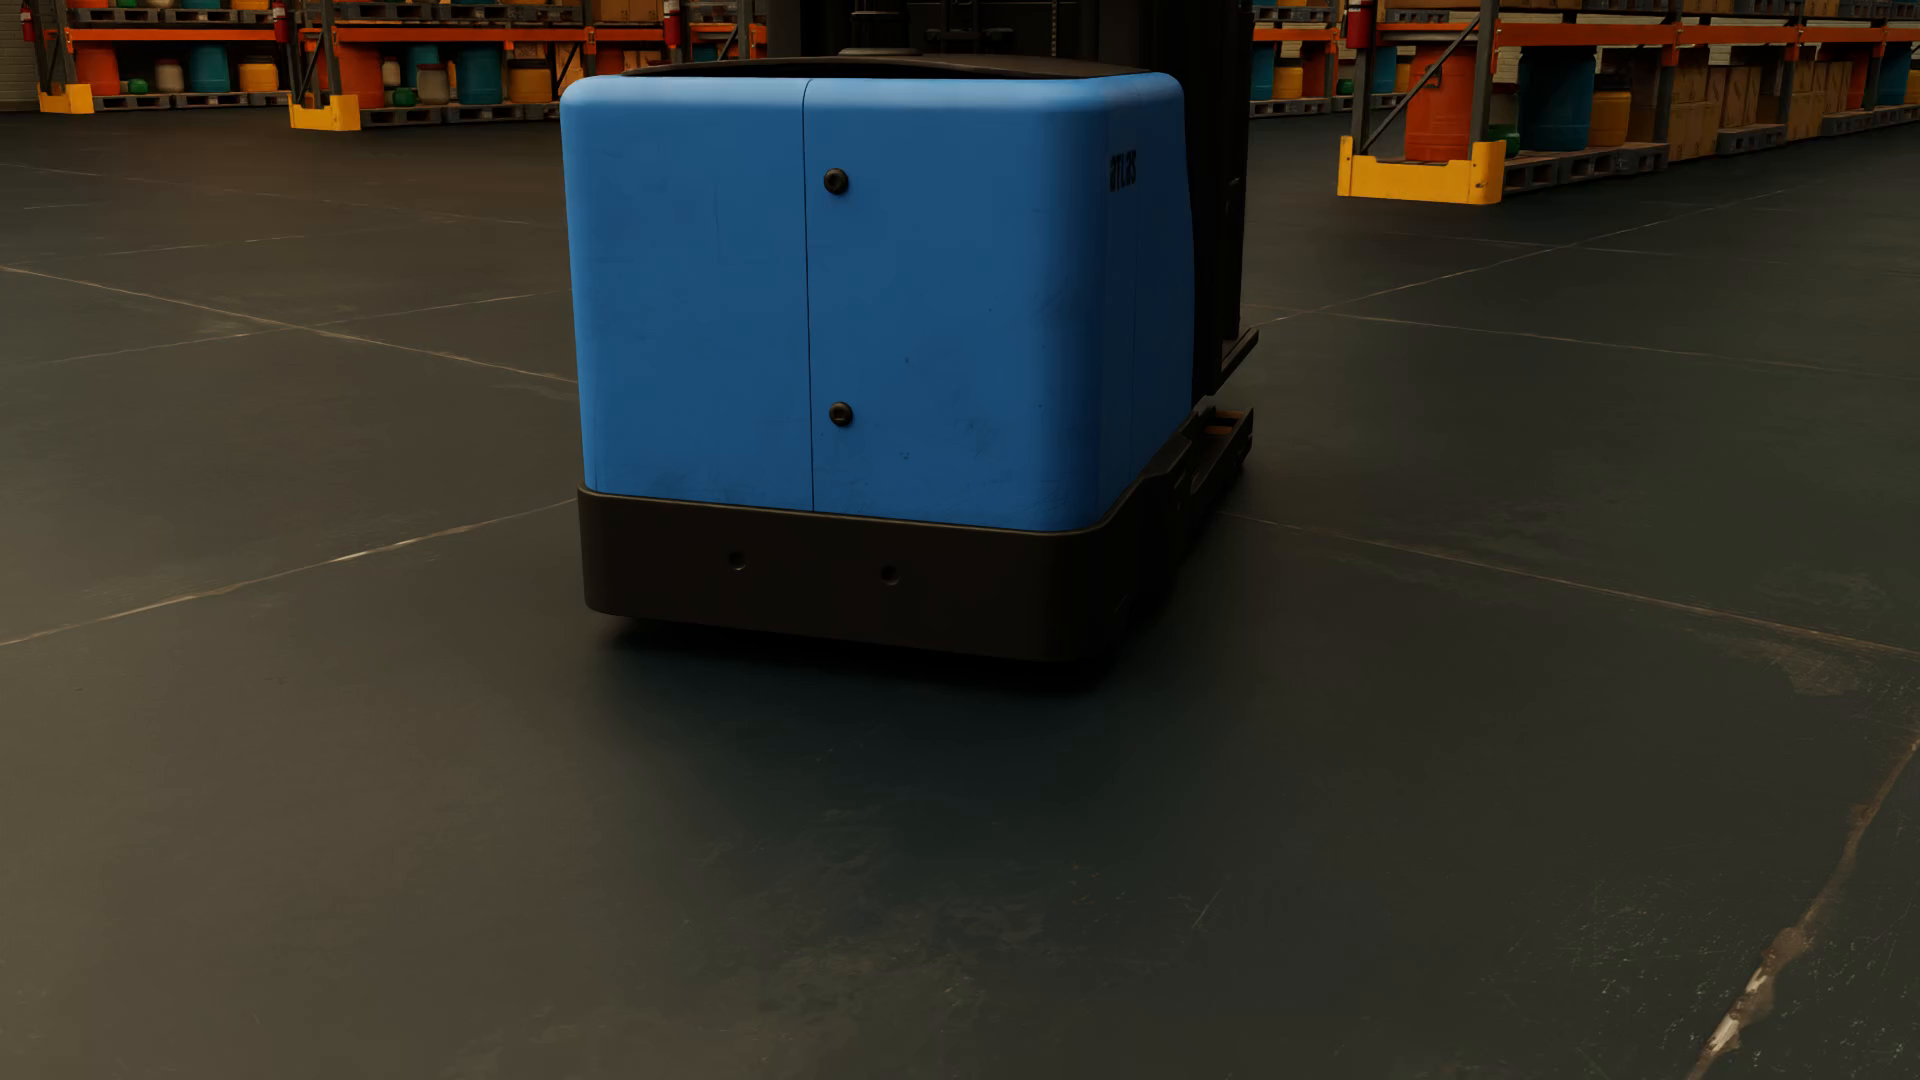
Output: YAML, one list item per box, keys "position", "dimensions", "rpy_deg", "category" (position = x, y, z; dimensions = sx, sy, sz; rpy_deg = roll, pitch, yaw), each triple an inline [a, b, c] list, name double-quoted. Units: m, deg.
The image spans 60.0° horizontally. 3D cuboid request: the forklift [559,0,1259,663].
- position: [0.182, -1.571, 4.072]
  dimensions: [1.130, 2.935, 3.031]
  rpy_deg: [5, 18, 17]
  category: "forklift"
